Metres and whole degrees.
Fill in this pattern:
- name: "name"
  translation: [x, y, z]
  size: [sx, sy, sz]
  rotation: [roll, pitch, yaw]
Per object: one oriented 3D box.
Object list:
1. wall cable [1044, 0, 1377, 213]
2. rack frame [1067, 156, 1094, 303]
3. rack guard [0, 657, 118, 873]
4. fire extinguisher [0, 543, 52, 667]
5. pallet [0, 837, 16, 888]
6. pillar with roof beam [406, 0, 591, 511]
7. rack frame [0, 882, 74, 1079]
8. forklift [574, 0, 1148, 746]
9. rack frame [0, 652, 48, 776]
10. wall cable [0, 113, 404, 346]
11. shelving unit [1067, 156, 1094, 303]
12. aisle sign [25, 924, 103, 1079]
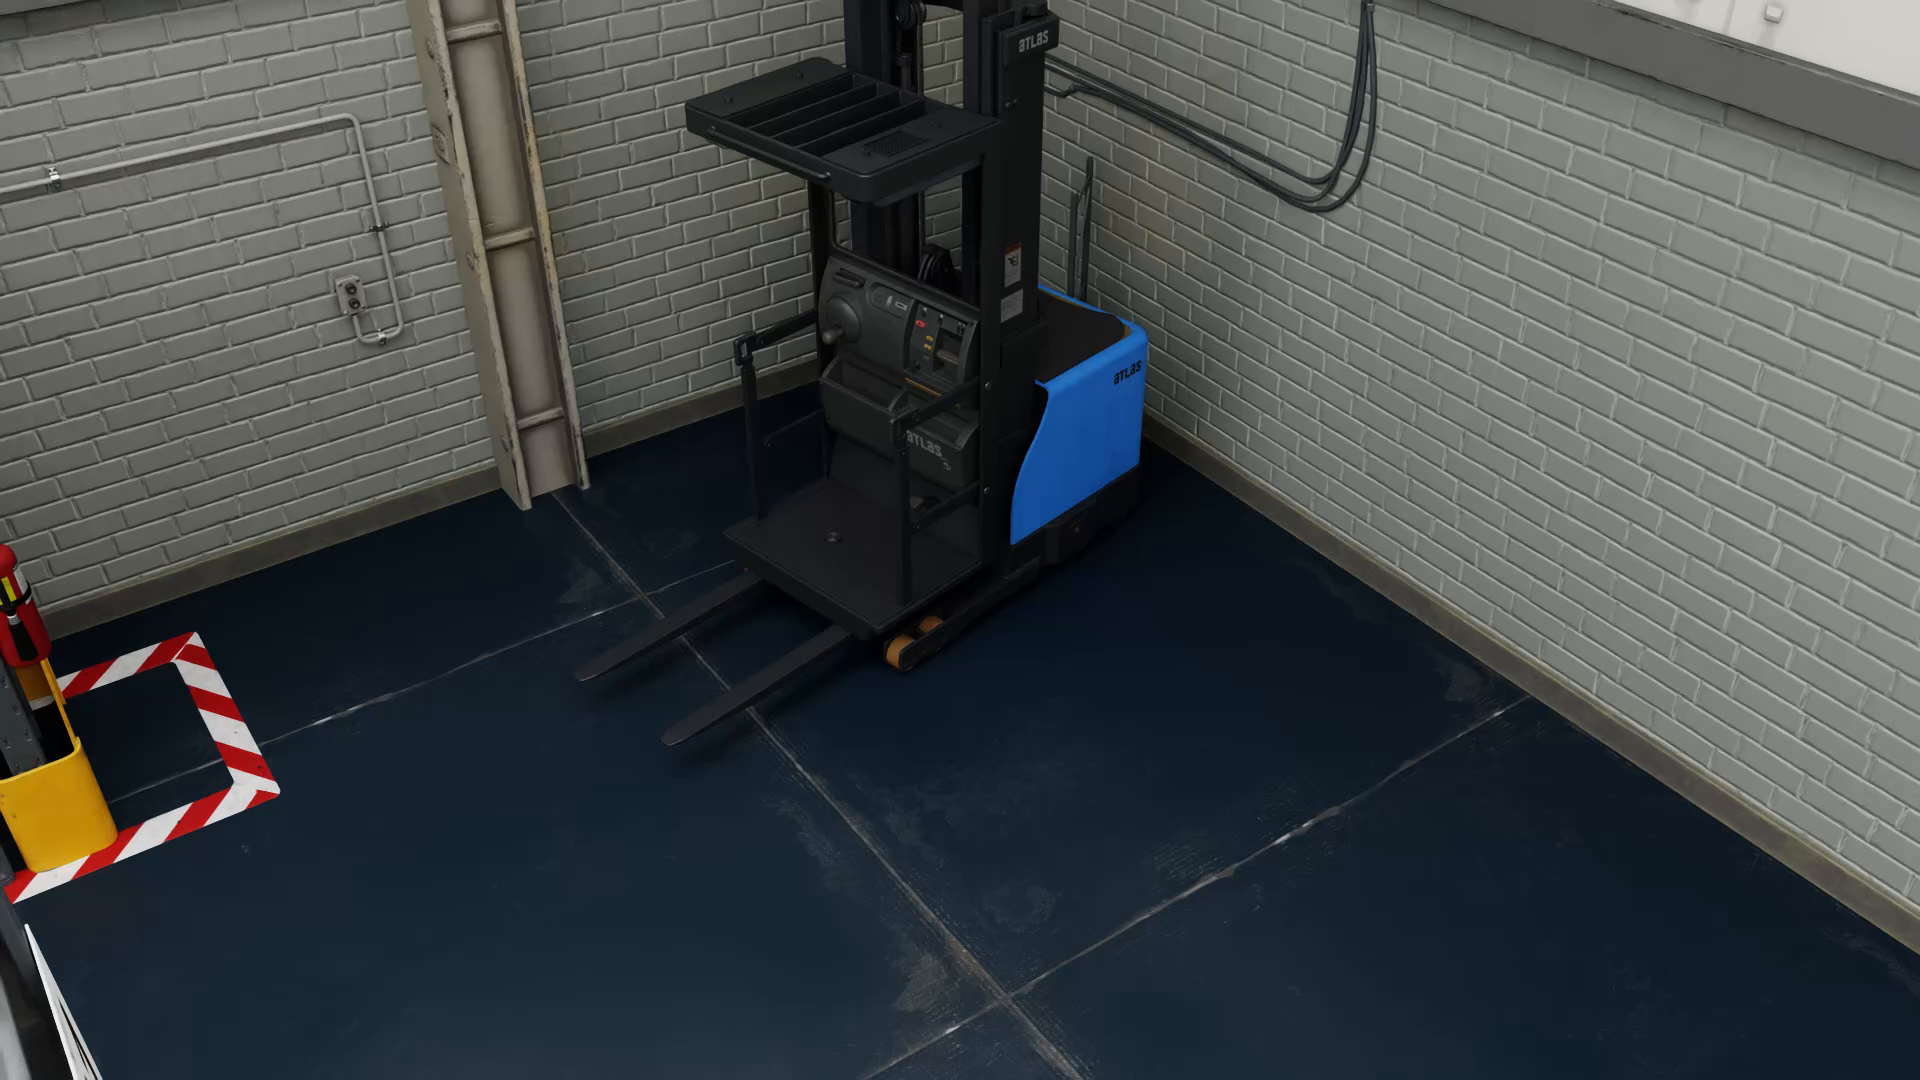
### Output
- name: "wall cable"
  translation: [0.884, -3.096, 7.821]
  size: [0.112, 2.526, 3.097]
  rotation: [-22, 41, -28]
- name: "rack frame"
  translation: [0.636, -1.286, 9.067]
  size: [0.032, 1.500, 0.500]
  rotation: [8, 37, 11]
- name: "rack guard"
  translation: [-3.925, 0.817, 6.999]
  size: [0.348, 0.500, 1.175]
  rotation: [-22, 41, -28]
- name: "fire extinguisher"
  translation: [-3.556, 0.163, 6.154]
  size: [0.183, 0.674, 0.296]
  rotation: [-22, 41, -28]
- name: "pallet"
  translation: [-4.553, 1.249, 6.646]
  size: [1.213, 0.211, 1.003]
  rotation: [-22, 41, -28]
- name: "pillar with roof beam"
  translation: [0.244, -1.891, 3.486]
  size: [0.400, 9.000, 9.100]
  rotation: [-22, 41, -28]
- name: "rack frame"
  translation: [-1.088, -0.262, 1.221]
  size: [0.127, 3.000, 1.000]
  rotation: [-22, 41, -28]
- name: "forklift"
  translation: [-0.431, -0.922, 7.335]
  size: [1.130, 2.935, 3.031]
  rotation: [29, 45, 34]
- name: "rack frame"
  translation: [-3.945, -0.189, 6.258]
  size: [0.127, 3.000, 1.000]
  rotation: [-22, 41, -28]
- name: "wall cable"
  translation: [-3.443, -1.484, 7.188]
  size: [1.851, 1.984, 0.084]
  rotation: [-22, 41, -28]
- name: "shelving unit"
  translation: [0.143, -1.357, 9.165]
  size: [1.048, 1.500, 0.538]
  rotation: [8, 37, 11]
- name: "aisle sign"
  translation: [-1.201, 0.955, 2.440]
  size: [0.004, 0.787, 0.394]
  rotation: [-22, 41, -28]
